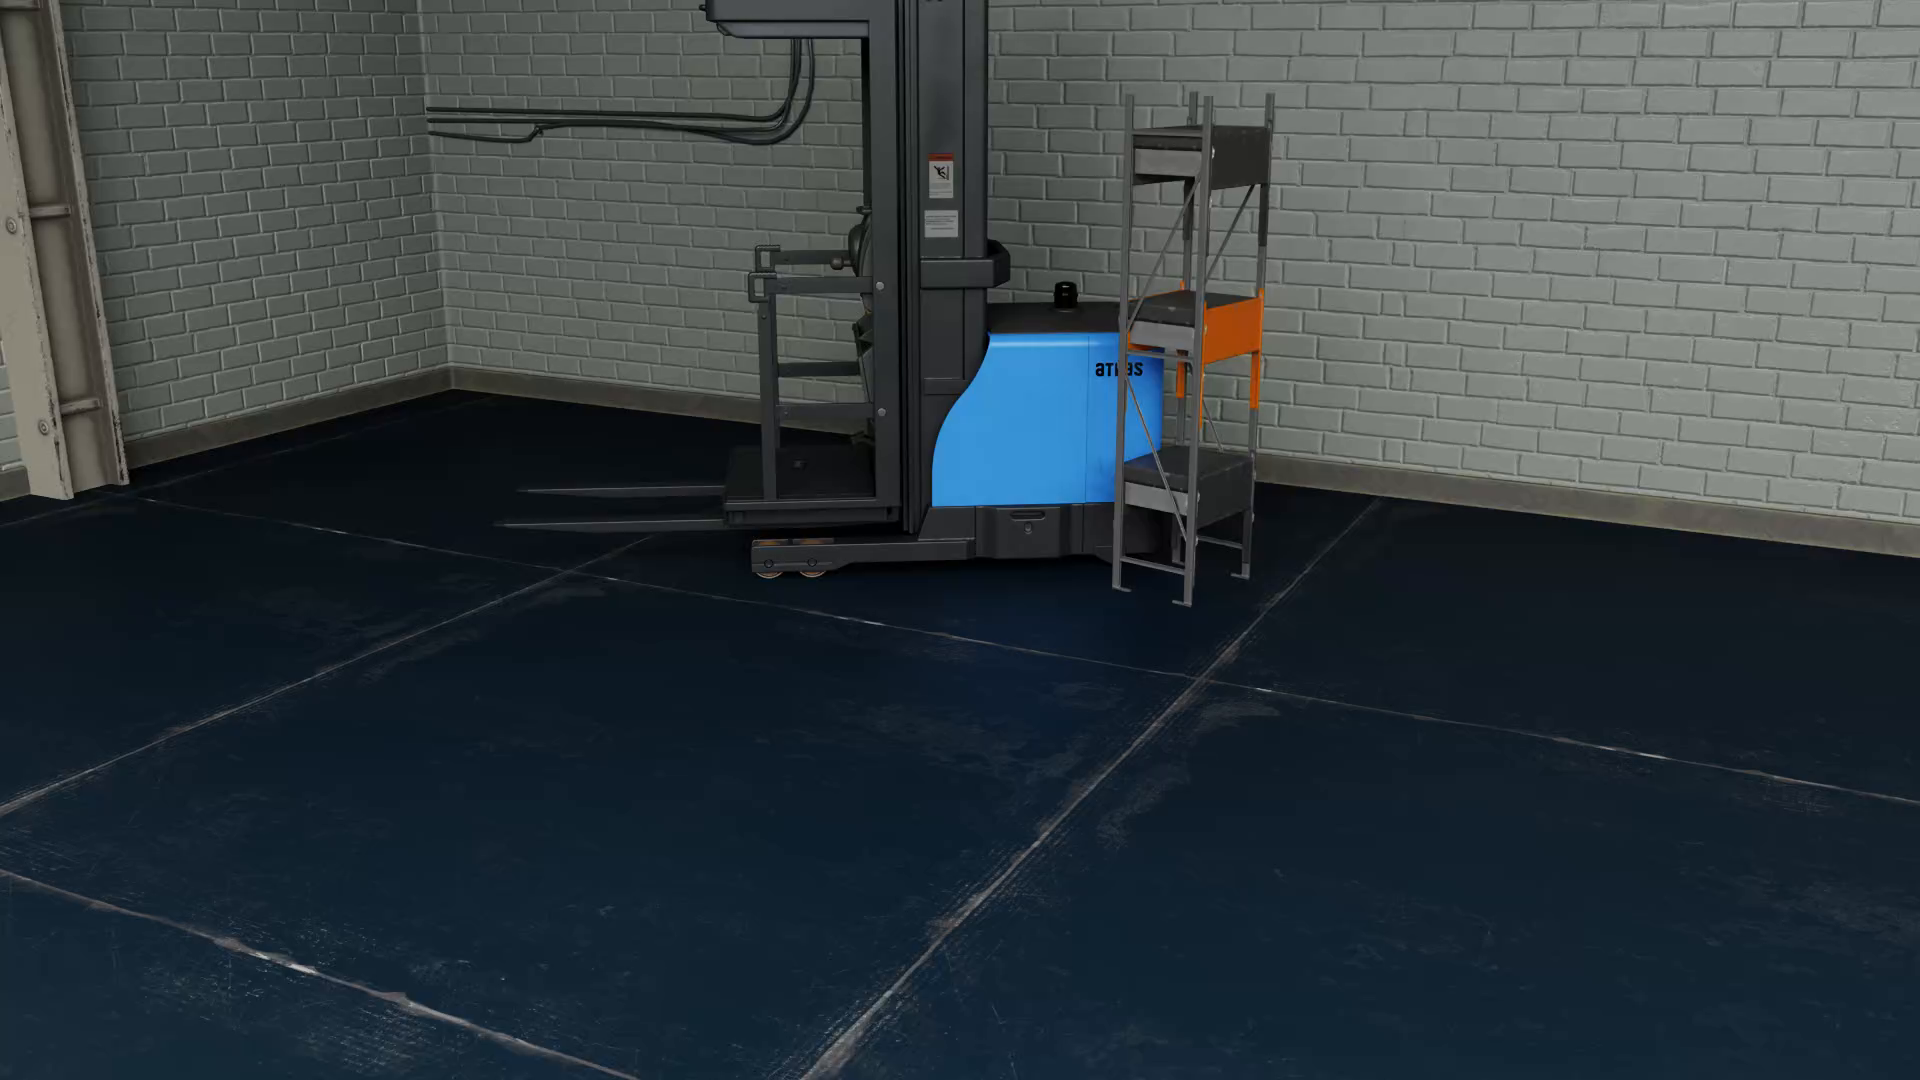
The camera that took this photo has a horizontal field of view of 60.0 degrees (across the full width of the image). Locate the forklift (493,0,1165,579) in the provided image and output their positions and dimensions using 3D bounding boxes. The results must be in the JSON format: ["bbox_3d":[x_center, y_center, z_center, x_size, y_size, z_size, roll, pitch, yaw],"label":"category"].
[{"bbox_3d":[-0.620,-1.390,7.555,3.031,2.935,1.130,-1,17,-5],"label":"forklift"}]

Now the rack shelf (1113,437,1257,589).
[{"bbox_3d":[0.982,-0.128,7.276,0.431,0.518,0.480,13,21,37],"label":"rack shelf"}]

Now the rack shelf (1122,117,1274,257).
[{"bbox_3d":[0.982,-1.471,6.877,0.431,0.518,0.480,13,21,37],"label":"rack shelf"}]

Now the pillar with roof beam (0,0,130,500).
[{"bbox_3d":[-0.896,-4.046,5.841,9.100,9.000,0.400,8,18,25],"label":"pillar with roof beam"}]

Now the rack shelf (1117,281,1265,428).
[{"bbox_3d":[0.982,-0.800,7.076,0.431,0.518,0.480,13,21,37],"label":"rack shelf"}]

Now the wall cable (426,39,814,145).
[{"bbox_3d":[-2.248,-3.687,10.087,3.097,2.526,0.112,8,18,25],"label":"wall cable"}]

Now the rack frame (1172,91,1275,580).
[{"bbox_3d":[1.136,-0.866,7.254,0.400,2.100,0.015,13,21,37],"label":"rack frame"}]

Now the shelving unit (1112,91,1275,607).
[{"bbox_3d":[0.982,-0.813,7.072,0.431,2.100,0.503,13,21,37],"label":"shelving unit"}]

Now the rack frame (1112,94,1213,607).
[{"bbox_3d":[0.828,-0.759,6.891,0.400,2.100,0.015,13,21,37],"label":"rack frame"}]
